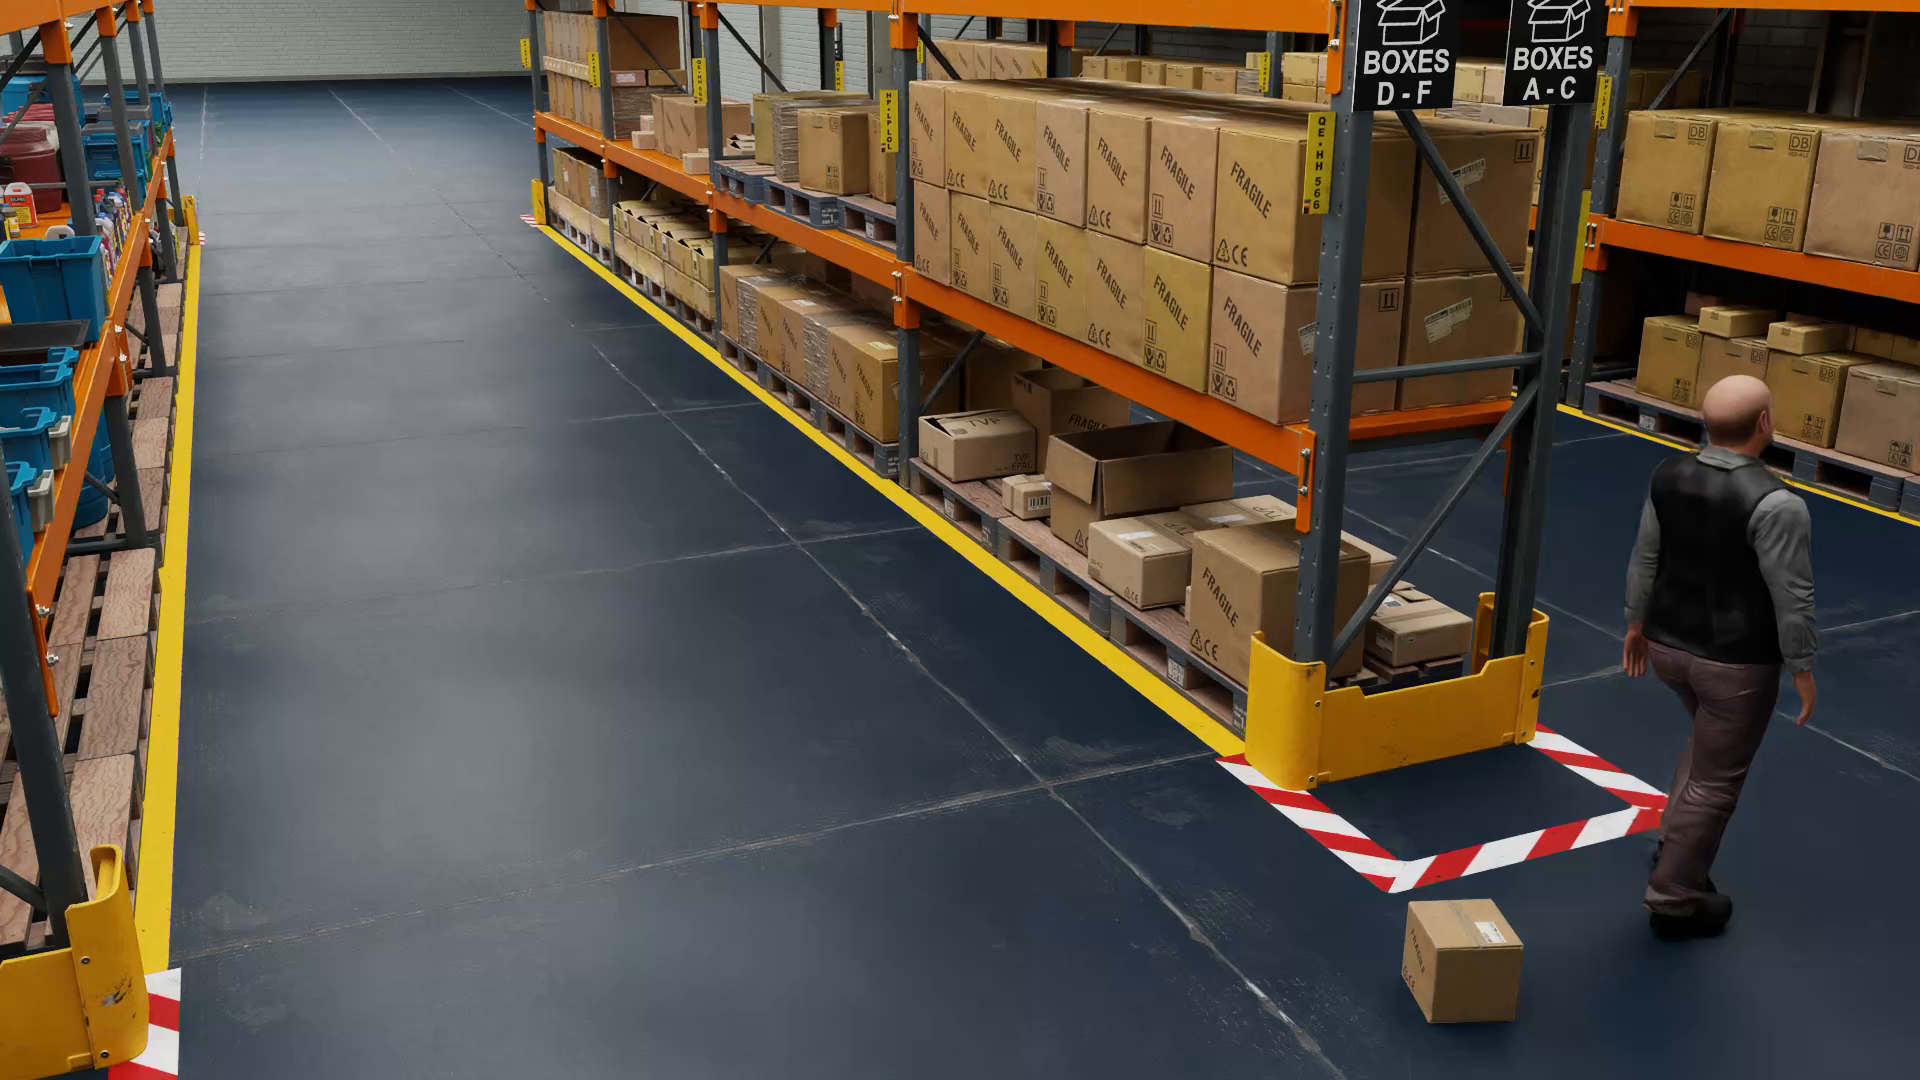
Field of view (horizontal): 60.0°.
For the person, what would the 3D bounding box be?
[{"bbox_3d":[2.318,0.352,5.033,0.524,1.731,0.585,-8,20,-23],"label":"person"}]
